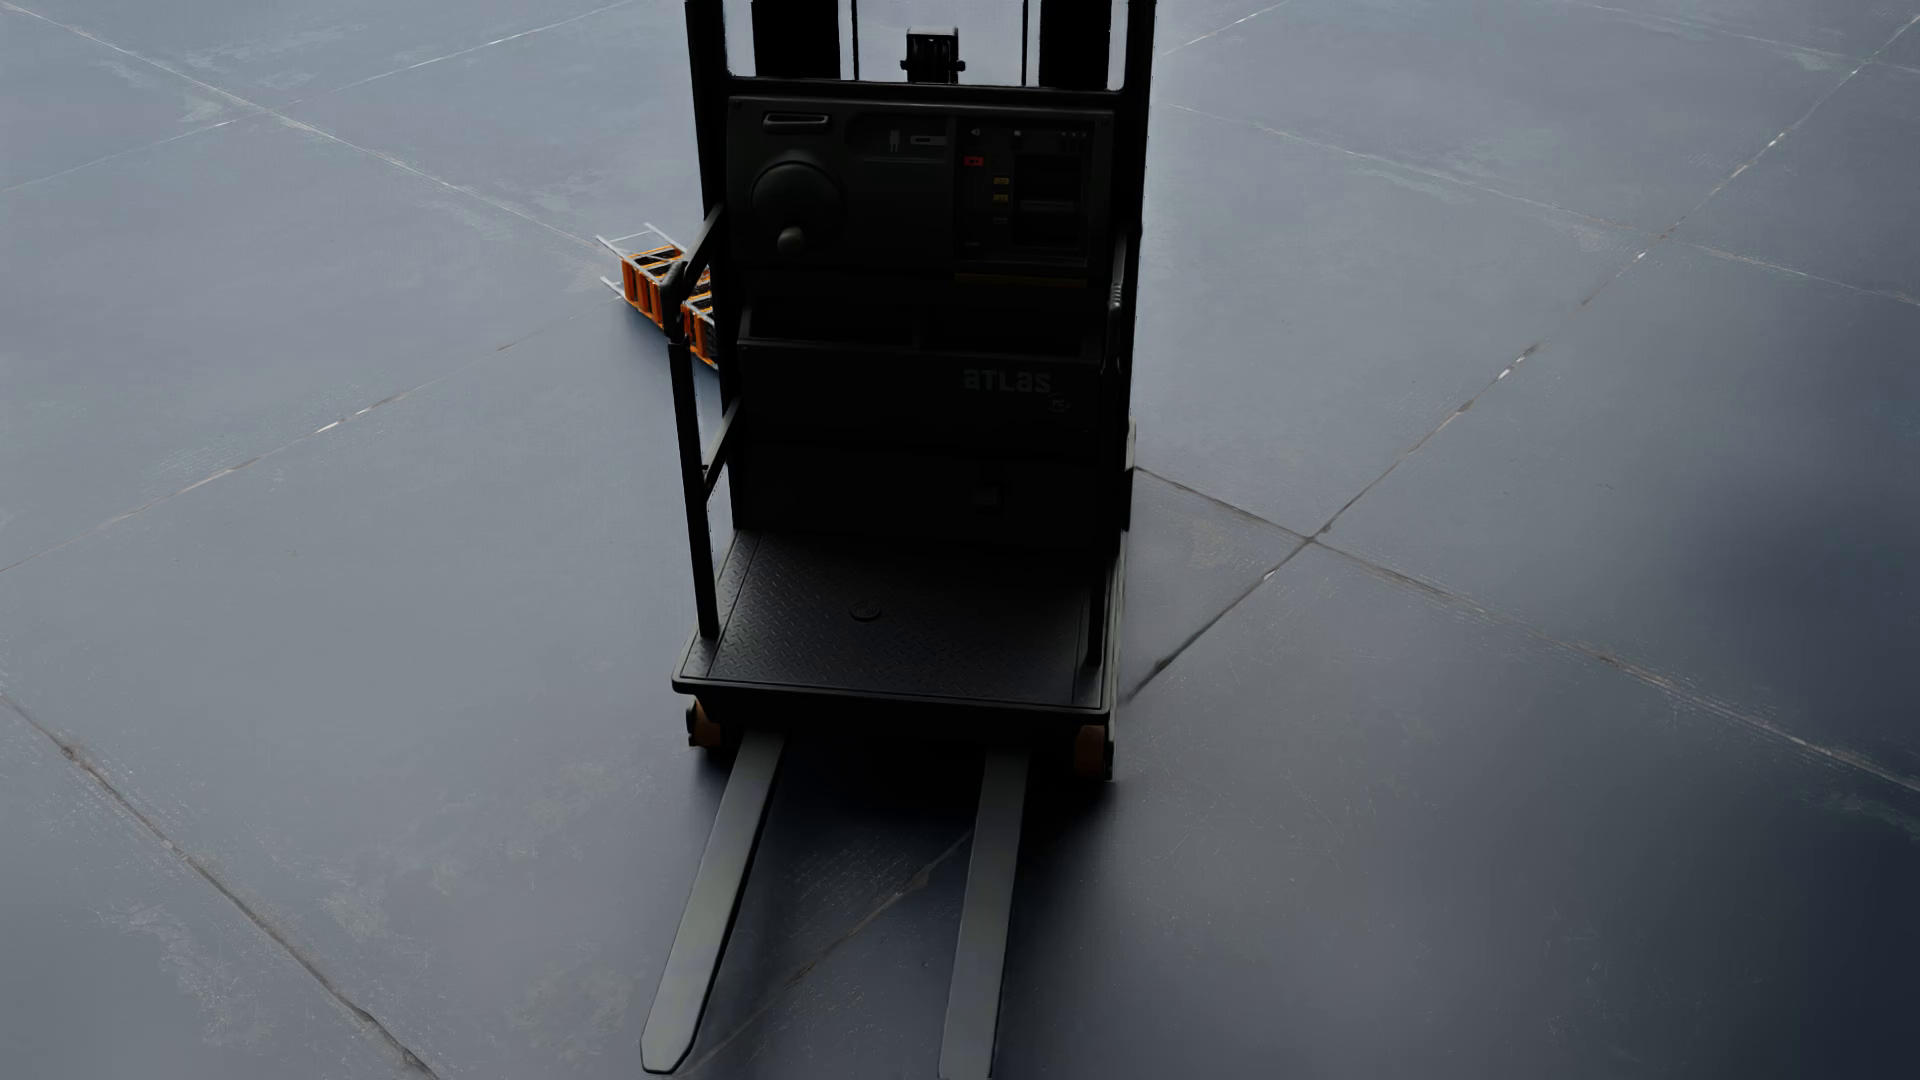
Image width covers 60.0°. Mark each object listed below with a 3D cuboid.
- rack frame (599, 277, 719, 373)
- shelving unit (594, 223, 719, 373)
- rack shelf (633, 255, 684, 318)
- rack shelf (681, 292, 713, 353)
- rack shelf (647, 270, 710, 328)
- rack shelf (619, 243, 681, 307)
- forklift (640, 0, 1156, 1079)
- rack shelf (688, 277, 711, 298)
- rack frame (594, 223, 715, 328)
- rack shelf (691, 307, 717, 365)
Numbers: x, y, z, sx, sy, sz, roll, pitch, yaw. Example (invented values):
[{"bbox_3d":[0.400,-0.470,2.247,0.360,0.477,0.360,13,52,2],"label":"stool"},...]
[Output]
[{"bbox_3d":[-1.026,-0.838,6.448,0.240,0.006,1.200,-22,39,-29],"label":"rack frame"},{"bbox_3d":[-1.026,-0.914,6.398,0.258,0.189,1.200,-22,39,-29],"label":"shelving unit"},{"bbox_3d":[-1.140,-1.002,6.530,0.258,0.180,0.103,-22,39,-29],"label":"rack shelf"},{"bbox_3d":[-0.930,-0.840,6.287,0.258,0.180,0.103,-22,39,-29],"label":"rack shelf"},{"bbox_3d":[-1.070,-0.948,6.449,0.258,0.180,0.103,-22,39,-29],"label":"rack shelf"},{"bbox_3d":[-1.210,-1.056,6.611,0.258,0.180,0.103,-22,39,-29],"label":"rack shelf"},{"bbox_3d":[-0.123,-0.795,3.819,1.130,2.935,3.031,4,35,6],"label":"forklift"},{"bbox_3d":[-1.000,-0.894,6.368,0.258,0.180,0.103,-22,39,-29],"label":"rack shelf"},{"bbox_3d":[-1.026,-0.990,6.347,0.240,0.006,1.200,-22,39,-29],"label":"rack frame"},{"bbox_3d":[-0.860,-0.787,6.205,0.258,0.180,0.103,-22,39,-29],"label":"rack shelf"}]
